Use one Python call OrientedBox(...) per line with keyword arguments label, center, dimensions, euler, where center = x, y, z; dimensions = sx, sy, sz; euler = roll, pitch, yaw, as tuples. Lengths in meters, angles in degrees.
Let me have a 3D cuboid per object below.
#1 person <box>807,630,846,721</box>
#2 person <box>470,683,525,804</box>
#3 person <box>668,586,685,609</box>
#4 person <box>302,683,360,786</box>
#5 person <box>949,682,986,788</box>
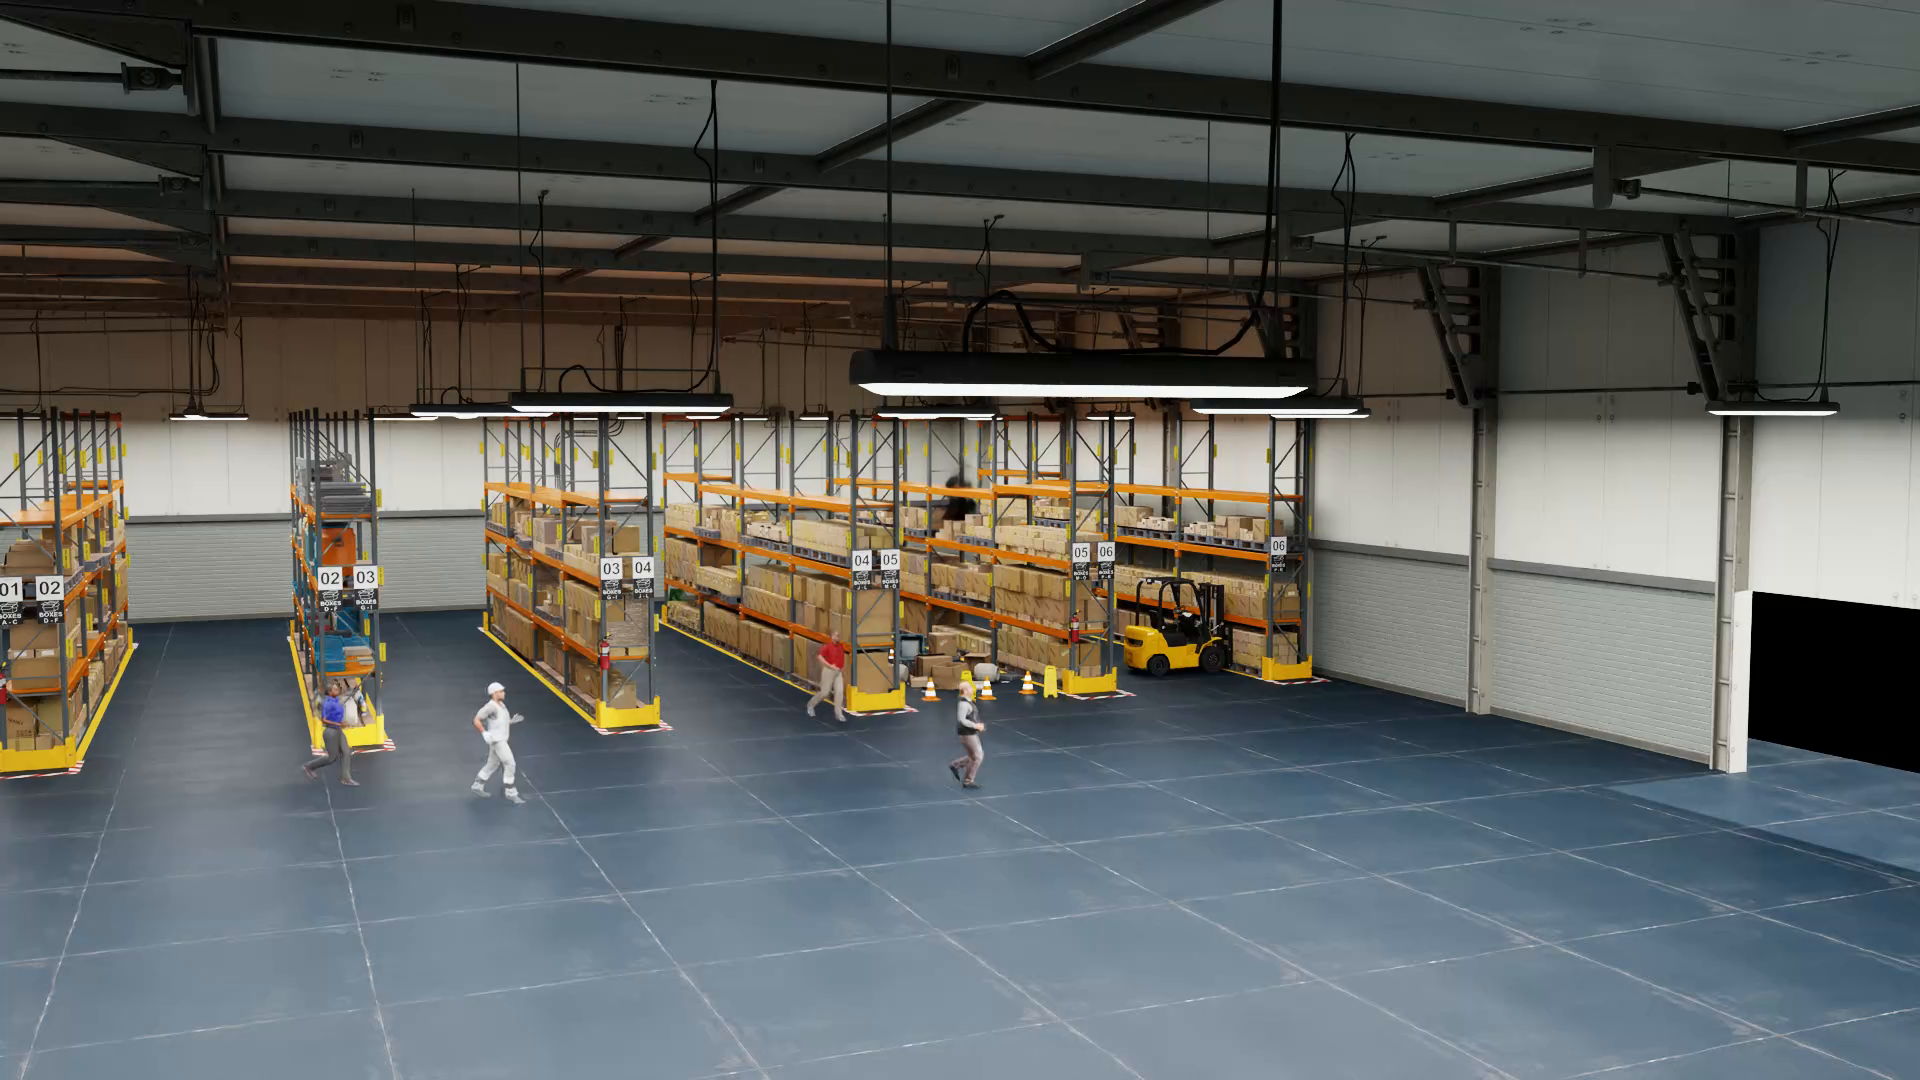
OrientedBox(label="person", center=(-2.447, 2.608, 32.242), dimensions=(0.974, 1.700, 0.735), euler=(4, 6, 44))
OrientedBox(label="person", center=(-6.977, 3.061, 25.040), dimensions=(0.836, 1.837, 0.652), euler=(0, 4, -4))
OrientedBox(label="person", center=(-8.361, 1.435, 49.244), dimensions=(0.809, 1.805, 0.755), euler=(-1, 4, -15))
OrientedBox(label="person", center=(-9.921, 3.076, 26.231), dimensions=(0.859, 1.659, 0.579), euler=(0, 4, -1))
OrientedBox(label="person", center=(0.120, 3.054, 26.127), dimensions=(0.607, 1.673, 0.656), euler=(0, 4, 3))
